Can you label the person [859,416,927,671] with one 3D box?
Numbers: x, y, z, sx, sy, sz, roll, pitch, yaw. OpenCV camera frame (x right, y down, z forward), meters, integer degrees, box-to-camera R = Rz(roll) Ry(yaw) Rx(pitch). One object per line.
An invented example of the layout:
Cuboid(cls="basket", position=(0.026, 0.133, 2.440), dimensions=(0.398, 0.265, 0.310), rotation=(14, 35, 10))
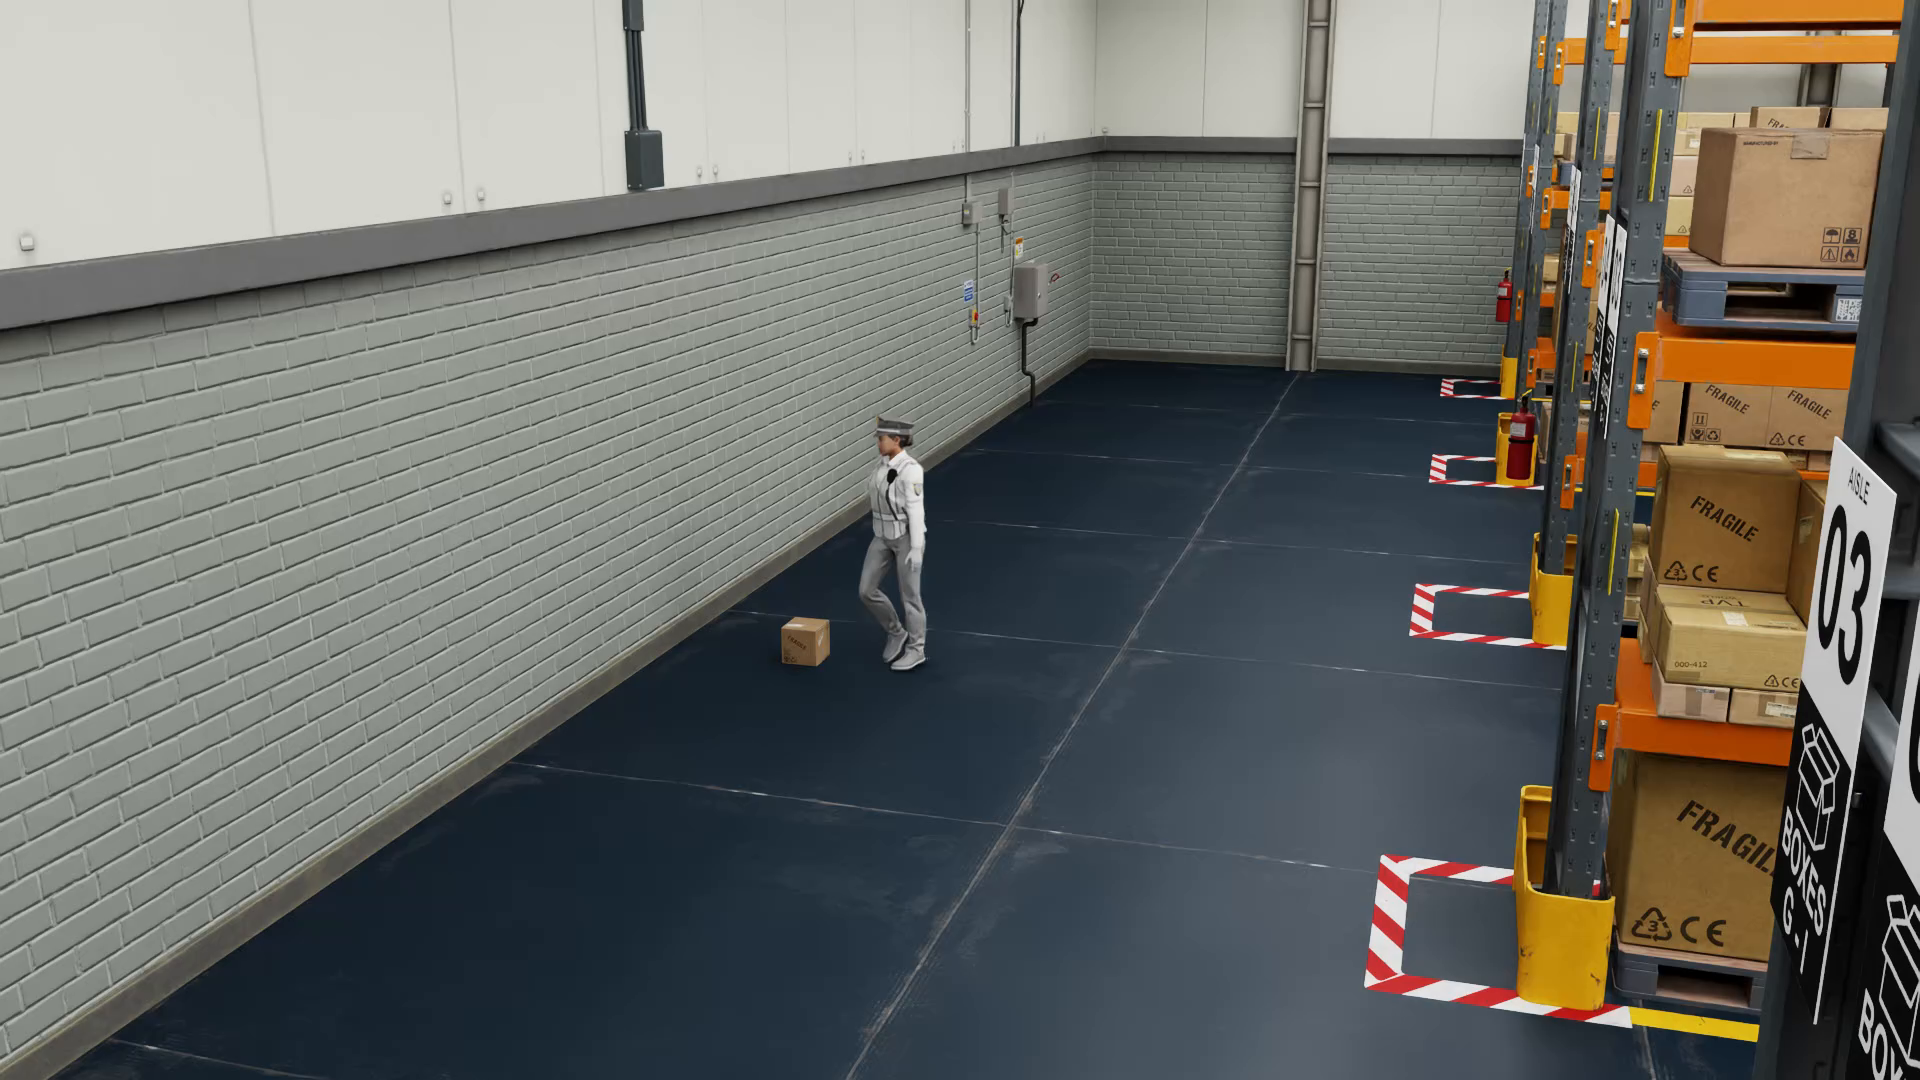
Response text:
Cuboid(cls="person", position=(-0.428, 0.020, 10.897), dimensions=(0.409, 1.673, 0.524), rotation=(-11, 19, -35))
